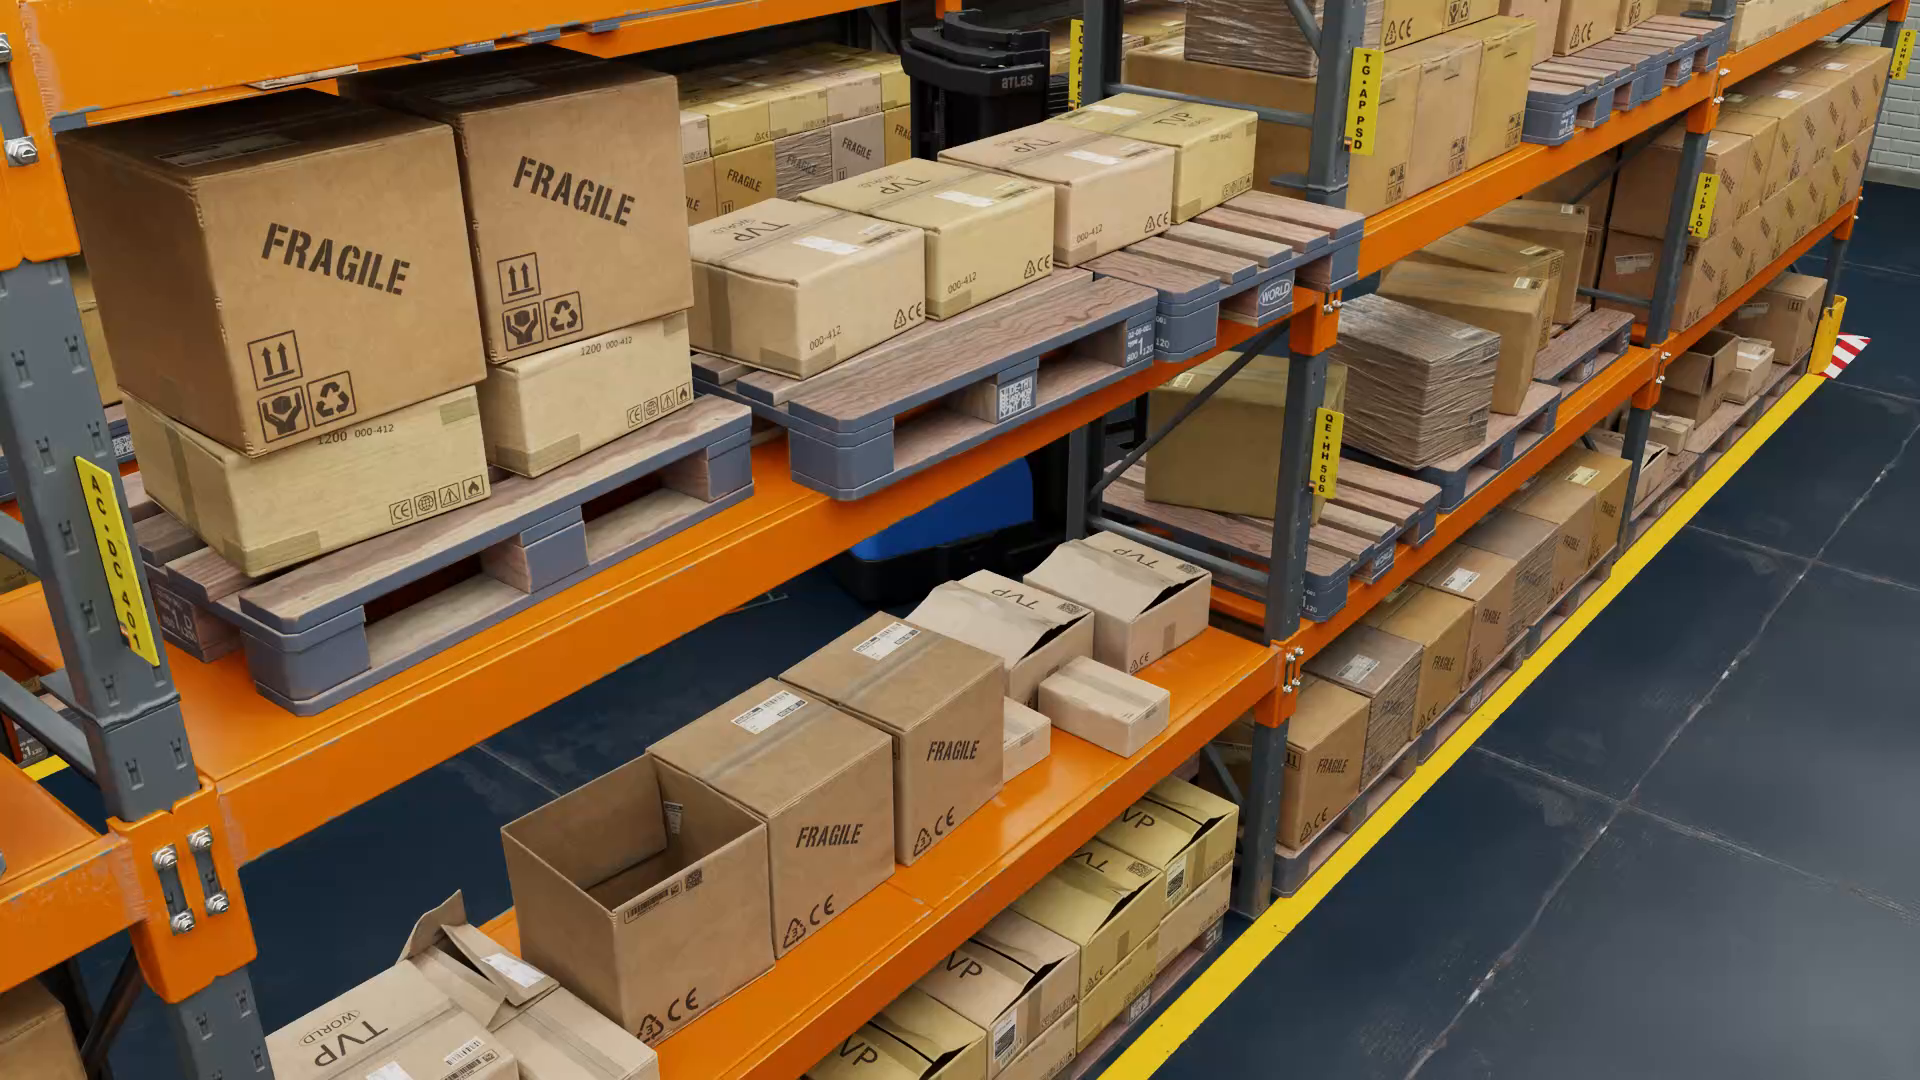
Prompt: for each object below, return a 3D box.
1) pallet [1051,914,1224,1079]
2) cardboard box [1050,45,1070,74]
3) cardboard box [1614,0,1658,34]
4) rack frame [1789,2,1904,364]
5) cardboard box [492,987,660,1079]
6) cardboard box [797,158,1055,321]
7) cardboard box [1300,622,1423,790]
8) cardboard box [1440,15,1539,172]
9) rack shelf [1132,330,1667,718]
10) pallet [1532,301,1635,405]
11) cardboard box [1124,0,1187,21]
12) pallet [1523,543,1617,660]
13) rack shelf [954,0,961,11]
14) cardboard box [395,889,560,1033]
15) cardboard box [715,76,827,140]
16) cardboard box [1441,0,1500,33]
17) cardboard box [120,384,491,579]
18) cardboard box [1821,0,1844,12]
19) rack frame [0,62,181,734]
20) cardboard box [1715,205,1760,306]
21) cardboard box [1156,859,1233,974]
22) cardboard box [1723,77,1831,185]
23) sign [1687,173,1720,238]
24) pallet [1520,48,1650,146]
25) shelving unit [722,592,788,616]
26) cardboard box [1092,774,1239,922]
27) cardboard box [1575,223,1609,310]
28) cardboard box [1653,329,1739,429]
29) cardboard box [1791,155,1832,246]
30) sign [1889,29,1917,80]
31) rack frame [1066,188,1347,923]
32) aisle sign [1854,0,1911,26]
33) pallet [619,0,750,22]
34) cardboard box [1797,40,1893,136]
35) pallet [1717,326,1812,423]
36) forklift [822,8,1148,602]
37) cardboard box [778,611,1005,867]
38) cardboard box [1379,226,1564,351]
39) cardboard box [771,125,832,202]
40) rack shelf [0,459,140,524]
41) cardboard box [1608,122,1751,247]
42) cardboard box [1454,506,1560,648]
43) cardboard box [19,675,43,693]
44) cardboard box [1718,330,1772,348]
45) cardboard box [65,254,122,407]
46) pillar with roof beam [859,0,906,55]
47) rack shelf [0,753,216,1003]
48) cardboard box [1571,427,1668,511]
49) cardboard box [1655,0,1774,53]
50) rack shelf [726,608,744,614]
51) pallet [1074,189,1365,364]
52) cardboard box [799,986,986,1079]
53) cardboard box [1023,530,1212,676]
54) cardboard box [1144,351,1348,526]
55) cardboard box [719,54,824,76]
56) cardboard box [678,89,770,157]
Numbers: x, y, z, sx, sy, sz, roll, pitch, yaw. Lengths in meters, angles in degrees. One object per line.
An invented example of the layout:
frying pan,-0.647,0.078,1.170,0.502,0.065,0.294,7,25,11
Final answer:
pallet,0.294,1.571,6.483,1.003,0.211,1.213,21,34,34
cardboard box,0.393,-3.390,12.712,0.980,0.700,0.700,20,33,33
cardboard box,3.014,-2.816,7.990,0.600,0.600,0.600,17,32,30
rack frame,5.936,-2.784,11.867,1.000,3.000,0.127,21,34,34
cardboard box,-0.976,1.328,4.192,0.380,0.149,0.250,21,34,34
cardboard box,-0.090,-0.832,4.535,0.500,0.250,0.500,20,33,33
cardboard box,1.686,0.702,7.370,0.500,0.500,0.500,19,33,33
cardboard box,1.754,-1.854,6.696,0.910,0.500,0.500,21,34,34
rack shelf,2.119,-0.337,7.920,1.077,0.370,4.000,21,34,34
pallet,2.799,-1.029,8.684,1.003,0.211,1.213,21,34,34
cardboard box,1.794,-4.180,14.239,0.980,0.700,0.700,23,35,37
pallet,2.903,0.172,9.187,1.003,0.211,1.213,21,34,34
rack shelf,0.839,-4.534,12.768,1.077,0.370,4.000,21,34,34
cardboard box,-1.279,1.165,4.380,0.396,0.266,0.258,20,33,33
cardboard box,-1.190,-2.731,10.494,0.500,0.250,0.500,22,34,35
cardboard box,1.778,-2.283,6.437,0.500,0.500,0.500,21,34,34
cardboard box,-1.298,-0.197,3.308,0.500,0.250,0.500,-24,36,-38
cardboard box,4.848,-3.263,9.691,0.500,0.250,0.500,21,34,34
rack frame,-1.697,-1.194,2.264,1.000,3.000,0.127,21,34,34
cardboard box,4.249,-1.694,9.651,0.500,0.500,0.500,21,34,35
cardboard box,0.701,1.345,6.421,0.500,0.250,0.500,22,34,36
cardboard box,4.891,-2.488,10.097,0.500,0.500,0.500,22,35,36
sign,3.822,-1.719,8.548,0.100,0.325,0.005,21,34,34
pallet,2.265,-2.035,7.360,1.213,0.211,1.003,21,34,34
shelving unit,-1.522,0.326,8.909,1.200,0.189,0.258,-15,31,-26
cardboard box,0.704,1.096,6.292,0.500,0.311,0.500,22,34,36
cardboard box,3.512,-1.662,9.590,0.500,0.500,0.500,21,34,35
cardboard box,4.583,-1.120,10.889,0.797,0.503,0.637,21,34,34
cardboard box,5.212,-2.230,10.687,0.500,0.500,0.500,21,34,35
sign,6.351,-3.269,11.201,0.100,0.325,0.005,21,34,34
rack frame,0.847,0.052,6.384,1.000,3.000,0.127,21,34,34
aisle sign,6.216,-3.873,11.143,0.394,0.787,0.004,21,34,34
pallet,-1.900,-3.284,9.774,1.003,0.211,1.213,23,35,37
cardboard box,5.865,-3.034,11.154,0.500,0.500,0.500,20,34,34
pallet,5.381,-1.235,11.909,1.003,0.211,1.213,21,34,34
forklift,0.548,-1.445,9.354,3.031,2.935,1.130,-15,31,-26
cardboard box,-0.207,0.608,5.202,0.500,0.500,0.500,19,33,32
cardboard box,2.529,-1.232,8.301,0.500,0.500,0.700,-22,35,-36
cardboard box,-1.175,-2.401,10.672,0.500,0.500,0.500,21,34,34
rack shelf,-4.250,-0.365,7.975,1.077,0.370,4.000,21,34,34
cardboard box,3.908,-1.939,9.037,0.500,0.500,0.500,22,34,36
cardboard box,2.659,0.158,8.421,0.500,0.500,0.500,21,34,35
cardboard box,-4.777,0.475,7.808,0.700,0.500,0.500,20,33,33
cardboard box,5.453,-1.339,11.678,0.380,0.166,0.250,21,34,34
cardboard box,-4.044,-1.016,7.862,0.700,0.500,0.500,21,34,34
pillar with roof beam,2.666,-4.720,9.079,9.100,9.000,0.400,21,34,34
rack shelf,-2.969,1.167,1.748,1.077,0.370,4.000,21,34,34
cardboard box,3.825,-0.453,9.808,0.500,0.311,0.500,21,34,34
cardboard box,3.892,-2.732,8.664,0.500,0.250,0.500,21,34,34
rack shelf,-1.275,0.261,9.035,0.103,0.180,0.258,-15,31,-26
pallet,0.485,-0.929,5.223,1.213,0.211,1.003,23,35,37
cardboard box,-0.265,1.637,5.246,0.500,0.311,0.500,22,34,36
cardboard box,0.582,0.208,6.180,0.500,0.311,0.500,23,35,37
cardboard box,1.161,-0.435,6.760,0.700,0.500,0.500,10,29,18
cardboard box,-1.254,-3.056,11.123,0.500,0.250,0.500,21,34,35
cardboard box,-1.514,-2.550,10.145,0.500,0.250,0.500,20,33,33
